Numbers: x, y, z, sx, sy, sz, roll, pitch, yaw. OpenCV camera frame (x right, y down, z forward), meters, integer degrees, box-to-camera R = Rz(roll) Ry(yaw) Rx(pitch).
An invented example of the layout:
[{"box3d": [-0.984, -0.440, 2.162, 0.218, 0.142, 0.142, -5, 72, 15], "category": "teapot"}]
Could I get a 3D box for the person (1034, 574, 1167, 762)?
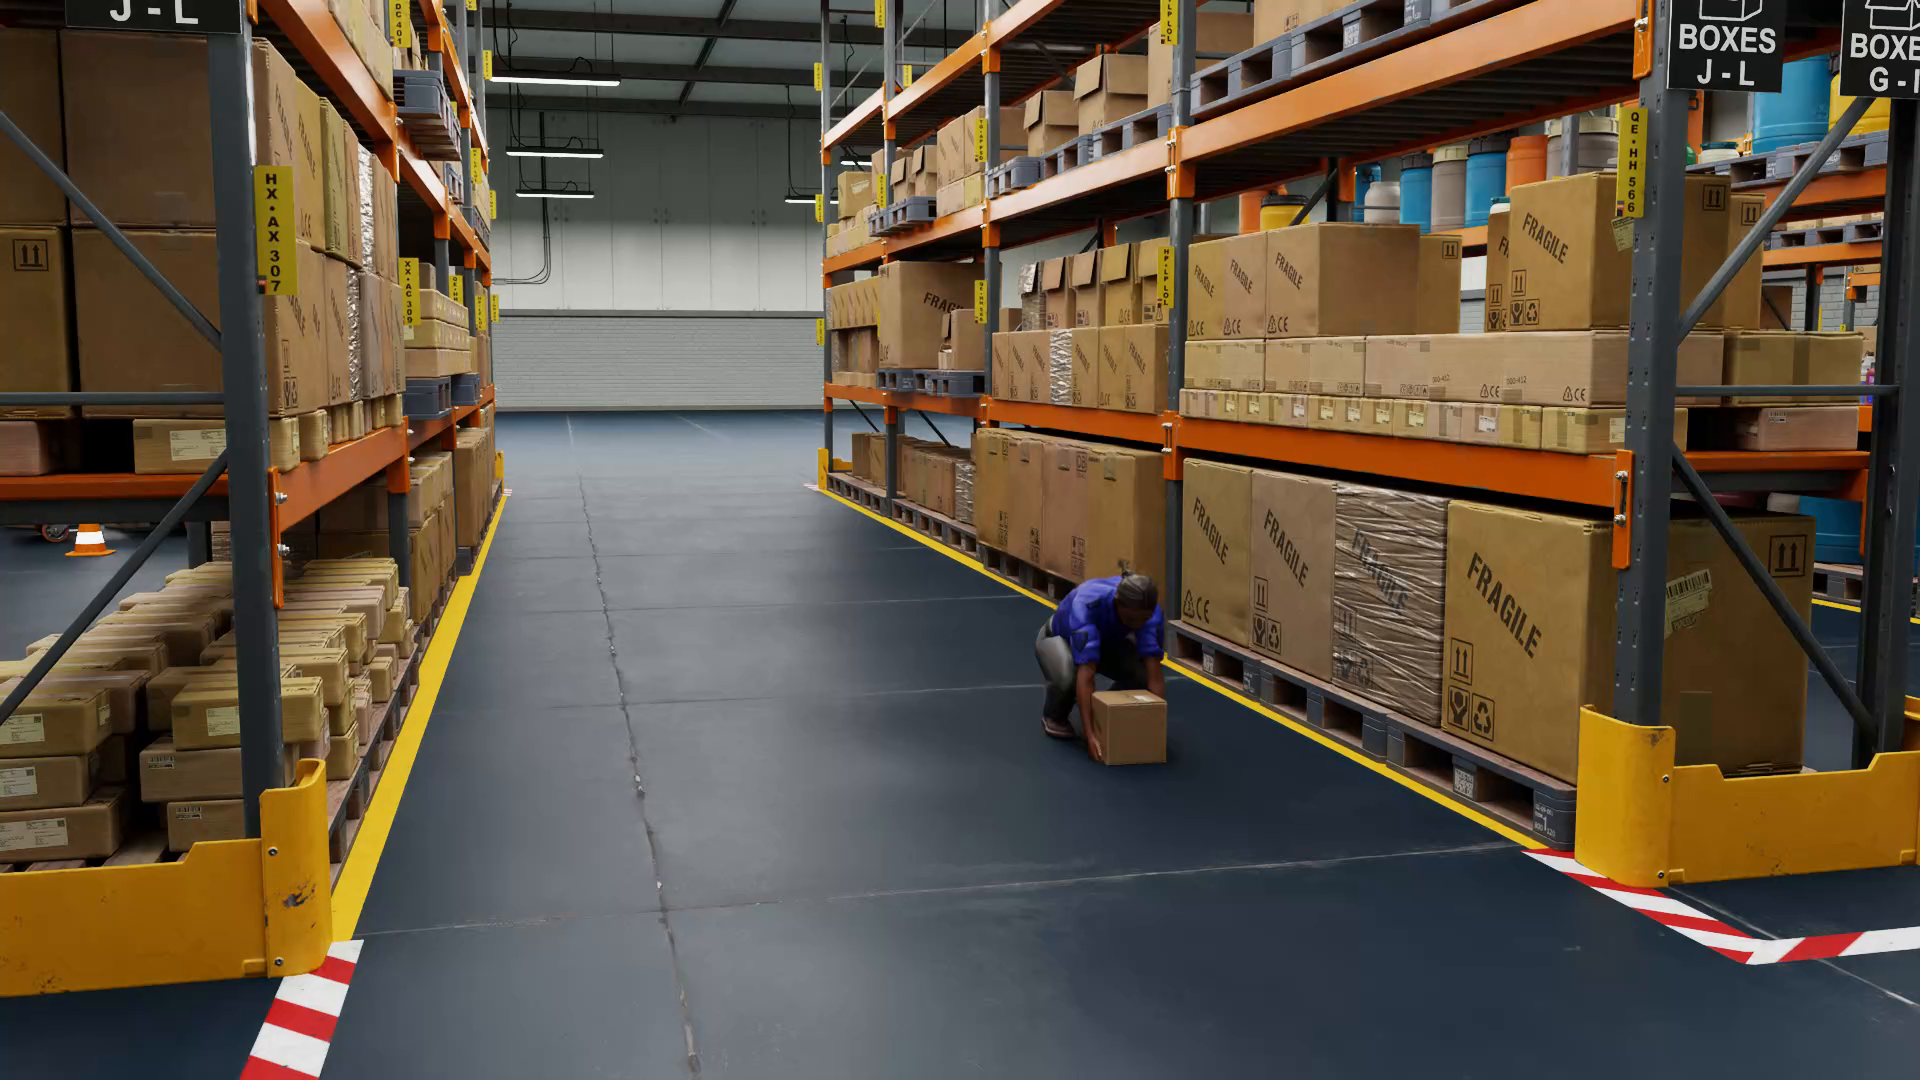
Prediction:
[{"box3d": [0.601, 0.516, 7.033, 0.476, 0.807, 0.844, -2, 6, -15], "category": "person"}]
